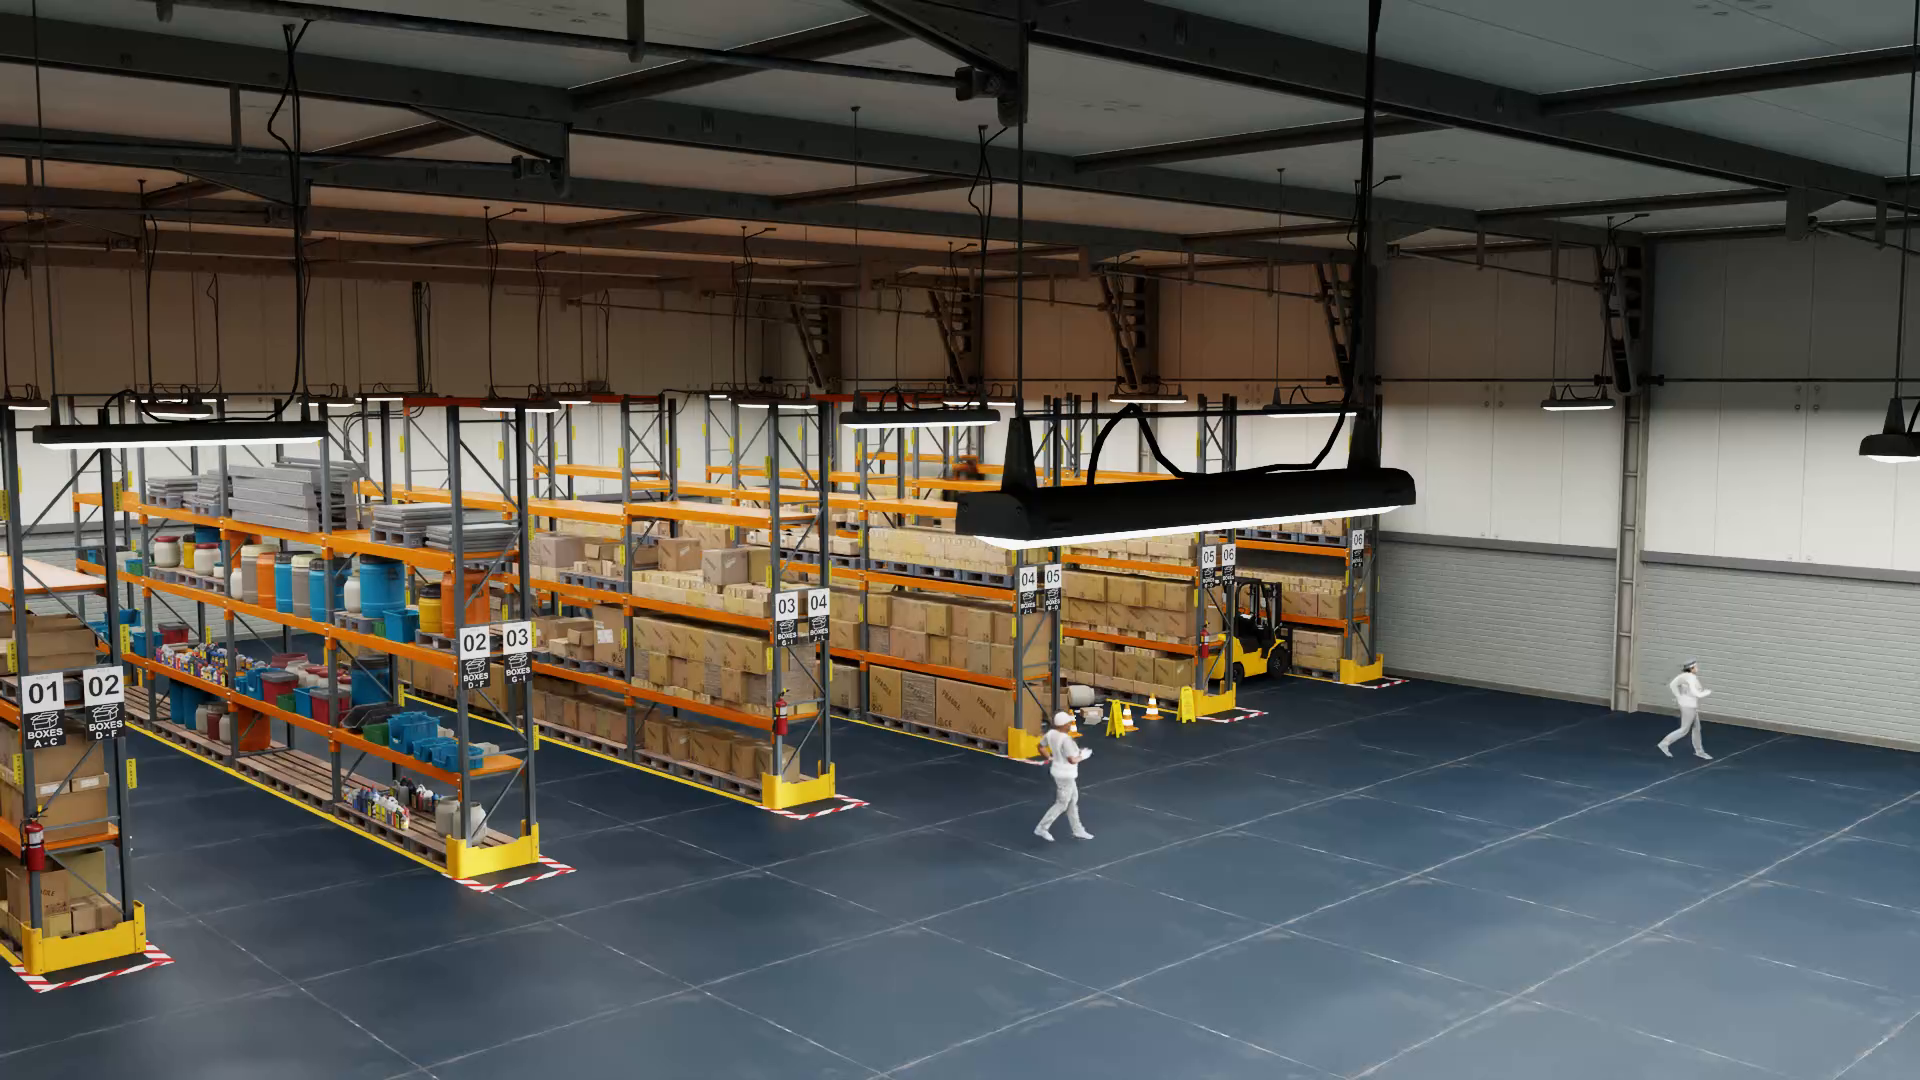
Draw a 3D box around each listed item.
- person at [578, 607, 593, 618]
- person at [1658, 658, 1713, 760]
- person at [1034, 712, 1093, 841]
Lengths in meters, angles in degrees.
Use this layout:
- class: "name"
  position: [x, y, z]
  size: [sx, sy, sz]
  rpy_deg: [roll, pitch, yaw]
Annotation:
- class: "person"
  position: [-9.332, 1.423, 41.918]
  size: [0.749, 1.824, 0.661]
  rpy_deg: [-4, 7, -39]
- class: "person"
  position: [12.068, 2.797, 27.605]
  size: [0.897, 1.701, 0.638]
  rpy_deg: [1, 6, 10]
- class: "person"
  position: [1.423, 3.228, 22.620]
  size: [0.899, 1.804, 0.671]
  rpy_deg: [-2, 6, -16]
